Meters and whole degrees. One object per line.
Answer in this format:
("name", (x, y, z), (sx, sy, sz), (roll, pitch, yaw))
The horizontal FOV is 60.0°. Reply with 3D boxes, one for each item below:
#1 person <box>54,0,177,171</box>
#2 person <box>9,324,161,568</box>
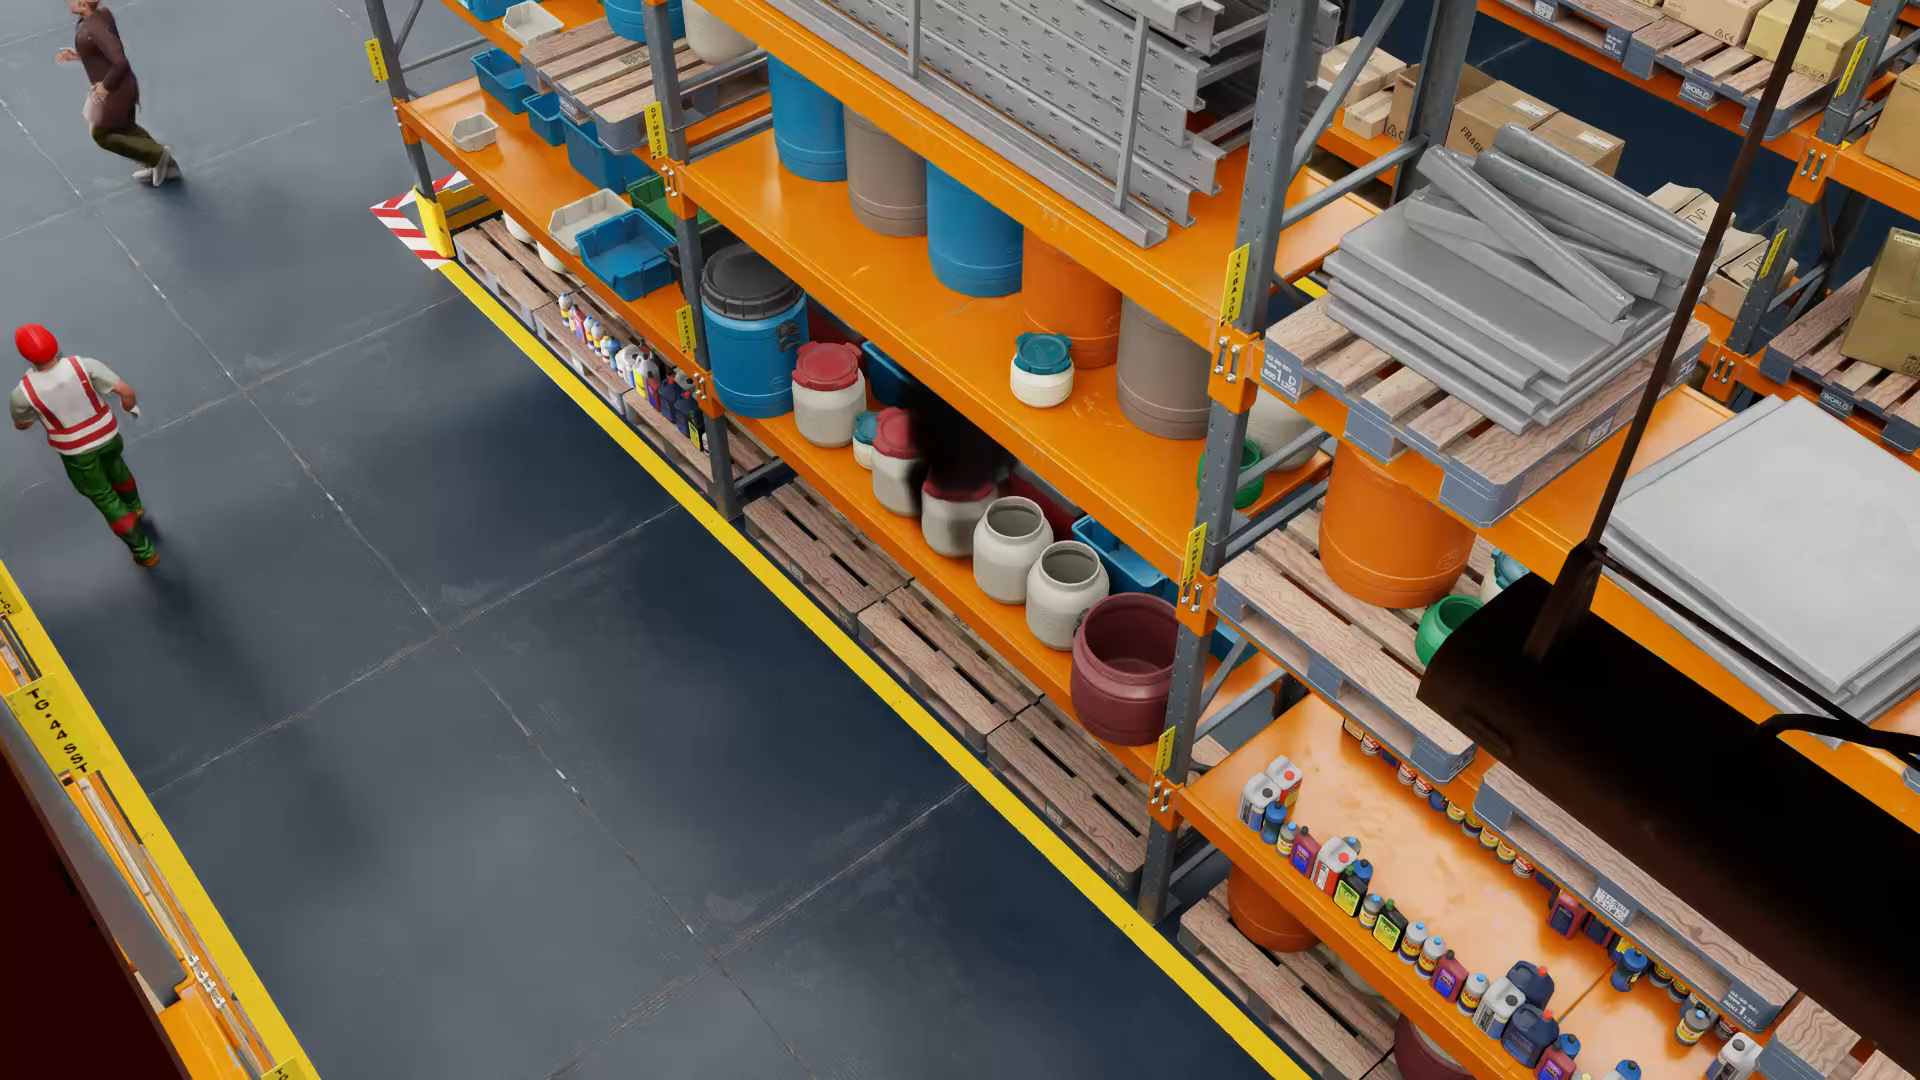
("person", (-6.770, -3.597, 13.145), (0.628, 1.670, 0.698), (-11, 47, -10))
("person", (-5.383, -0.603, 10.299), (0.846, 1.834, 0.651), (34, 55, 28))
